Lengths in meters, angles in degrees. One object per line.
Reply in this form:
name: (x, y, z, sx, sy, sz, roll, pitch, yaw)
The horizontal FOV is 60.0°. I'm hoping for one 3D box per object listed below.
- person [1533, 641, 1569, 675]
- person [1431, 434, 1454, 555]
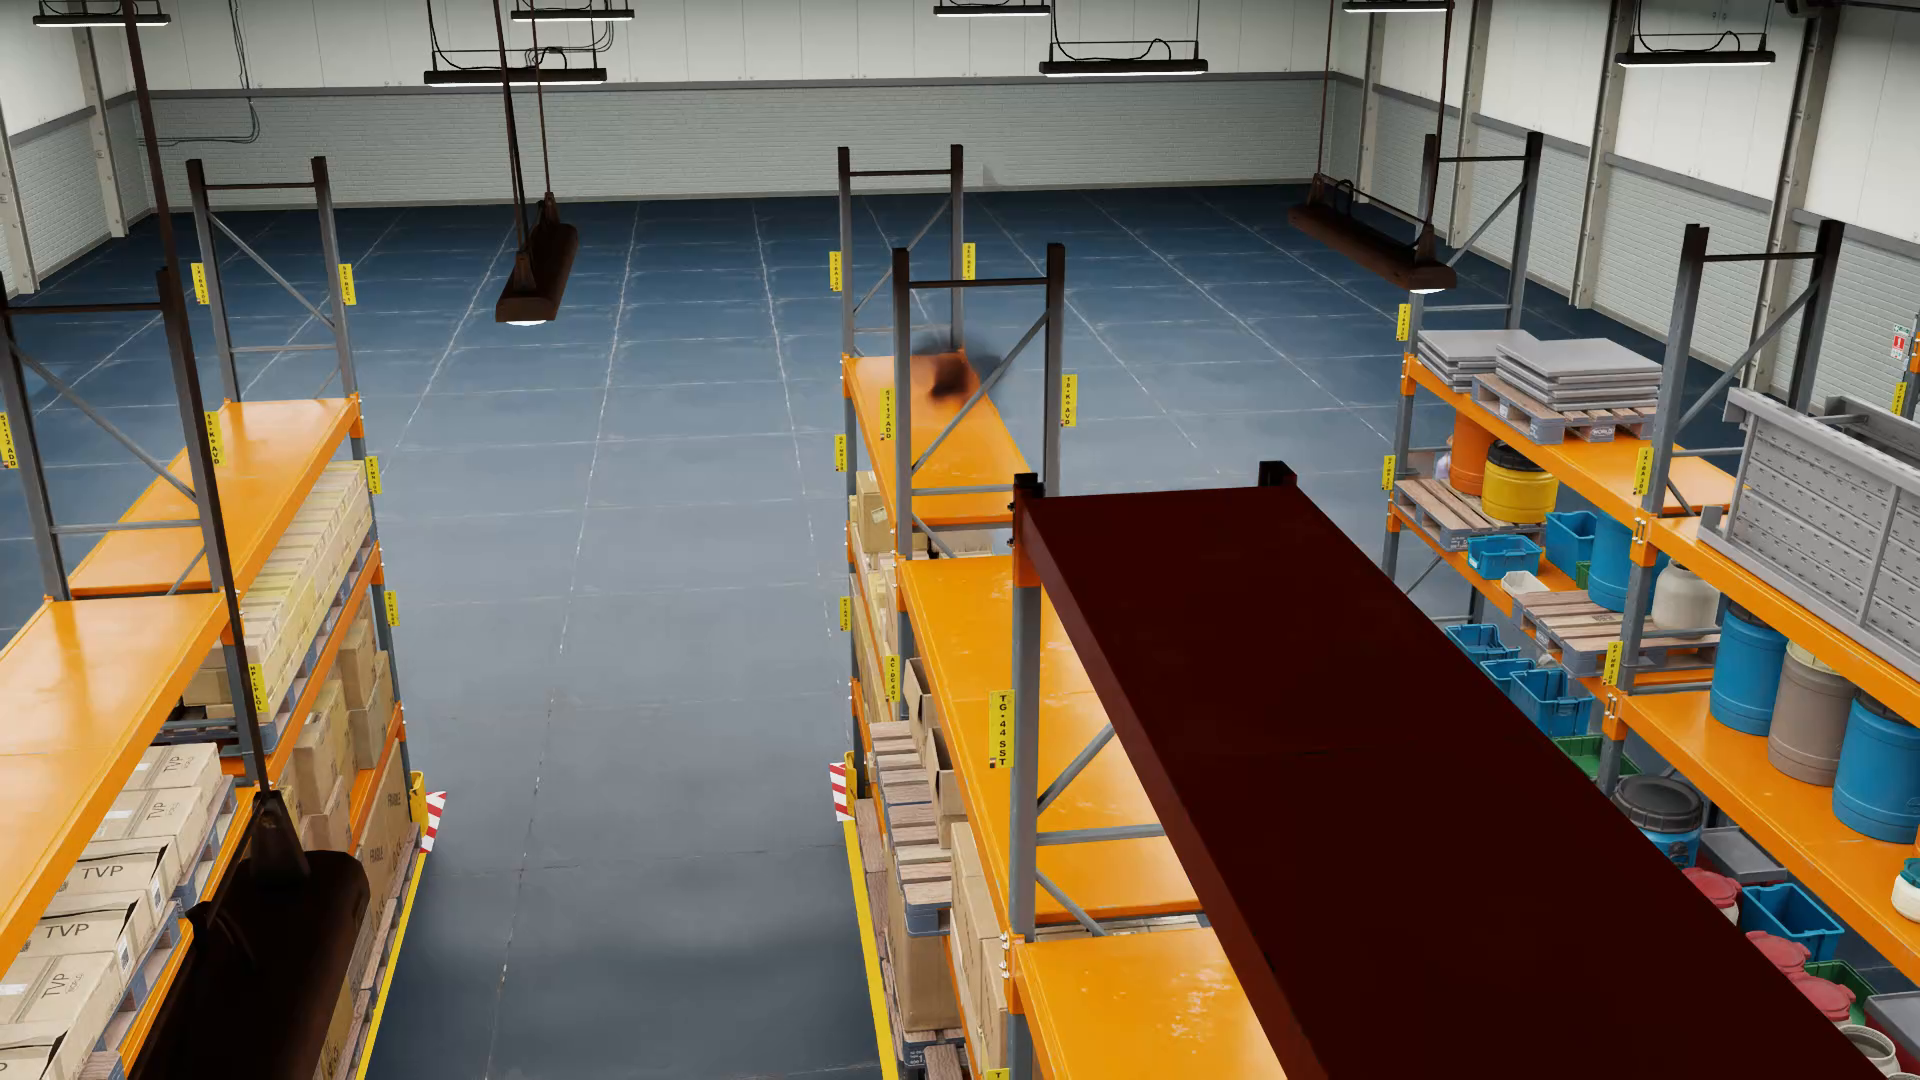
person: (5.758, 1.290, 16.240, 0.607, 1.604, 0.619, -12, 24, -27)
person: (6.090, -0.591, 20.950, 0.550, 1.601, 0.597, 4, 22, 9)
